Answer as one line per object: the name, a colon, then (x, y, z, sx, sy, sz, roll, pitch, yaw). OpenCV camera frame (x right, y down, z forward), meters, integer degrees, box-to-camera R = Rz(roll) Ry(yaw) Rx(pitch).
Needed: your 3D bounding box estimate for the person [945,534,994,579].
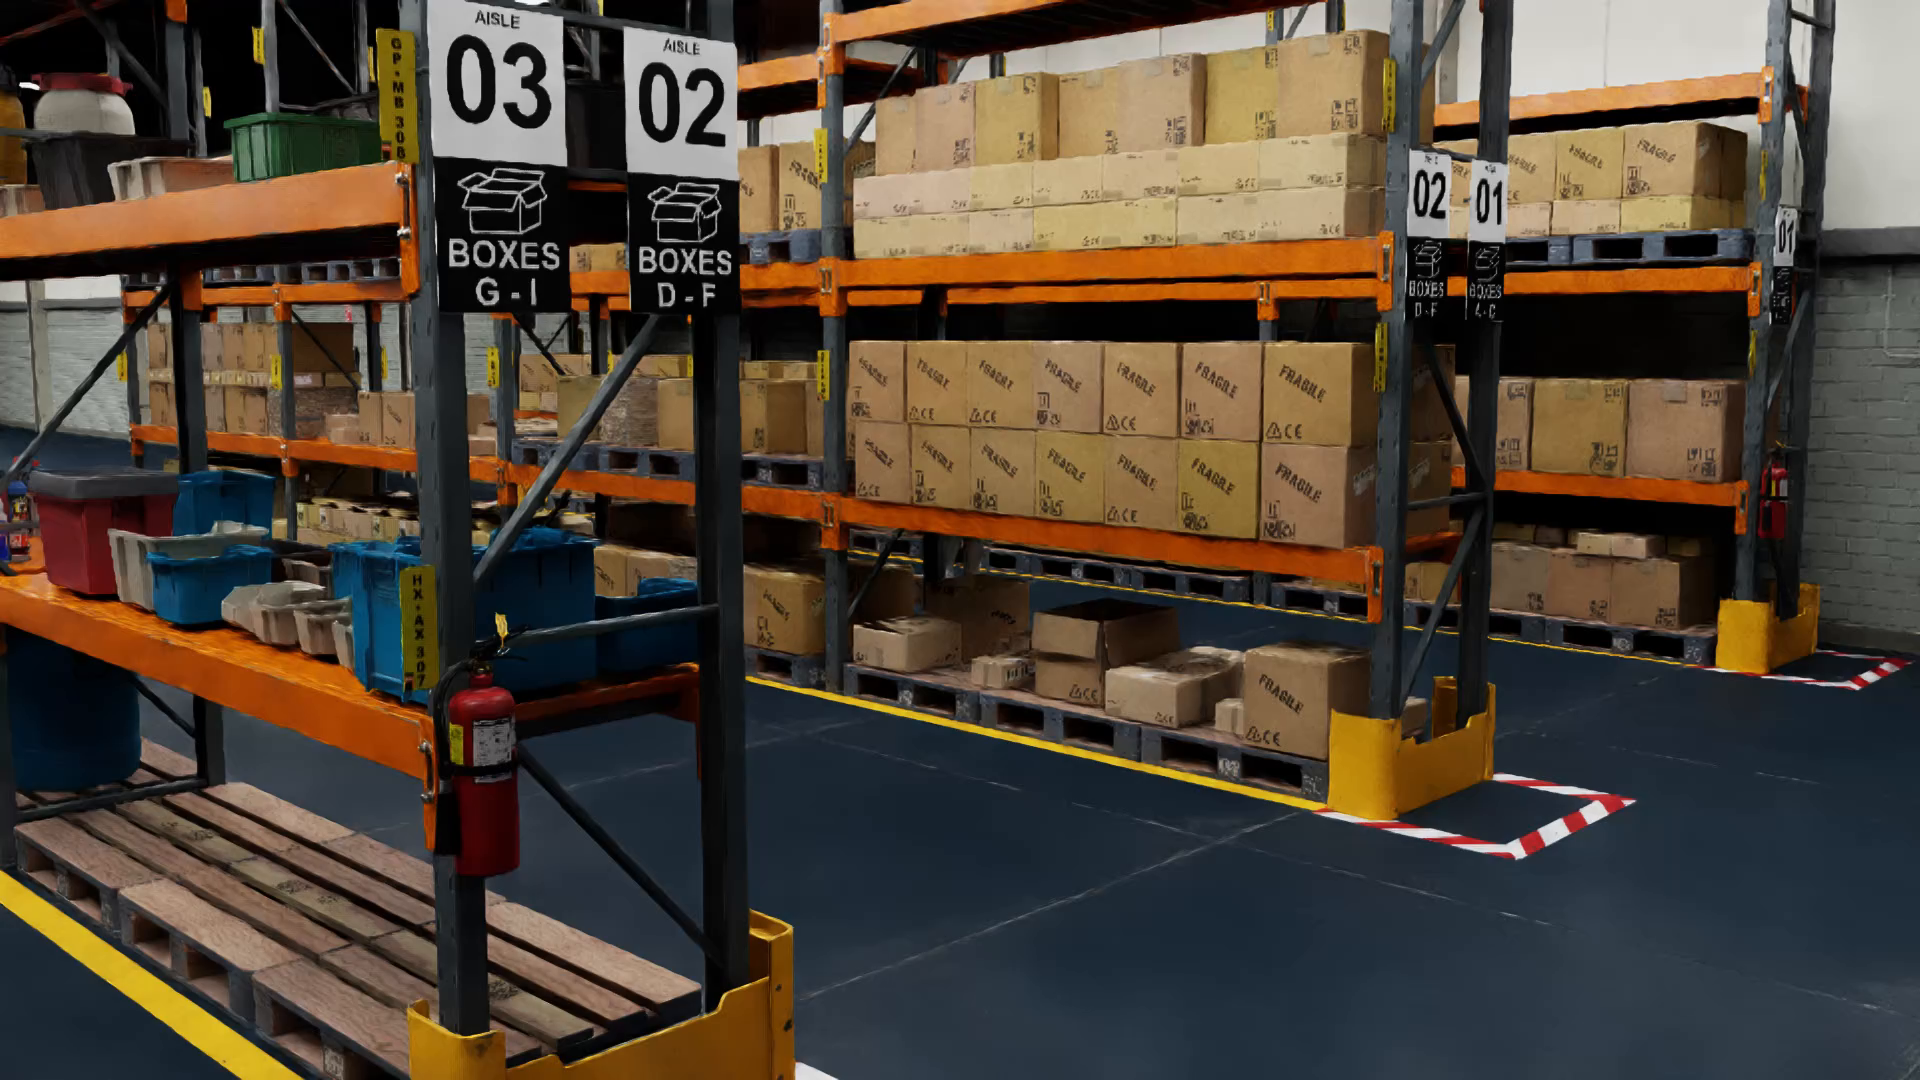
person: (0.044, -0.095, 12.954, 0.522, 1.670, 0.502, -1, 7, -11)
